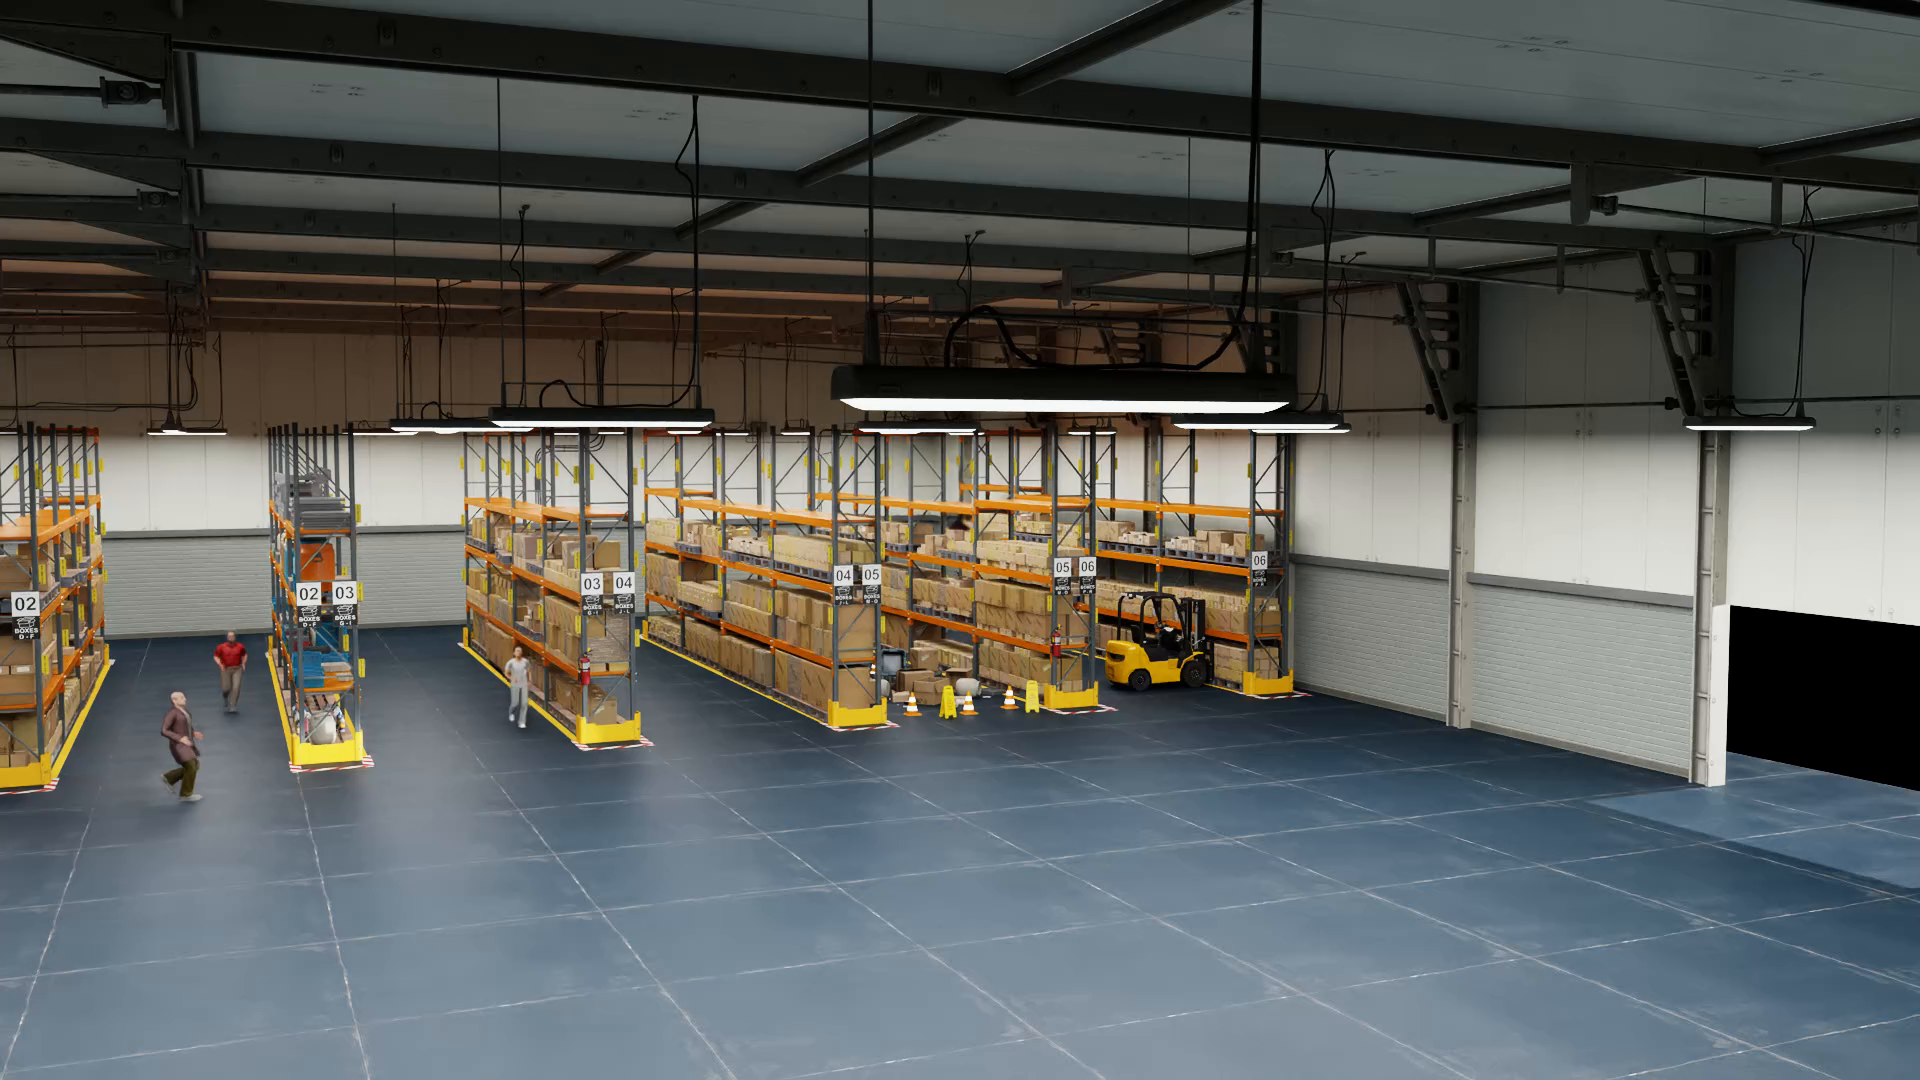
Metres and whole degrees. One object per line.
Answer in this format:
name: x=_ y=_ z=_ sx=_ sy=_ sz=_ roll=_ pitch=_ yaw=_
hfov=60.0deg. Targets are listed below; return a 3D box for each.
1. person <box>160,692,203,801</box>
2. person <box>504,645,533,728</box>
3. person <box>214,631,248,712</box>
person: x=-12.307 y=3.253 z=26.216 sx=0.694 sy=1.727 sz=0.711 roll=0 pitch=3 yaw=1
person: x=-8.735 y=3.019 z=32.966 sx=0.568 sy=1.371 sz=0.702 roll=-2 pitch=4 yaw=-29
person: x=-15.270 y=2.751 z=34.856 sx=0.648 sy=1.679 sz=0.595 roll=-2 pitch=4 yaw=-31
